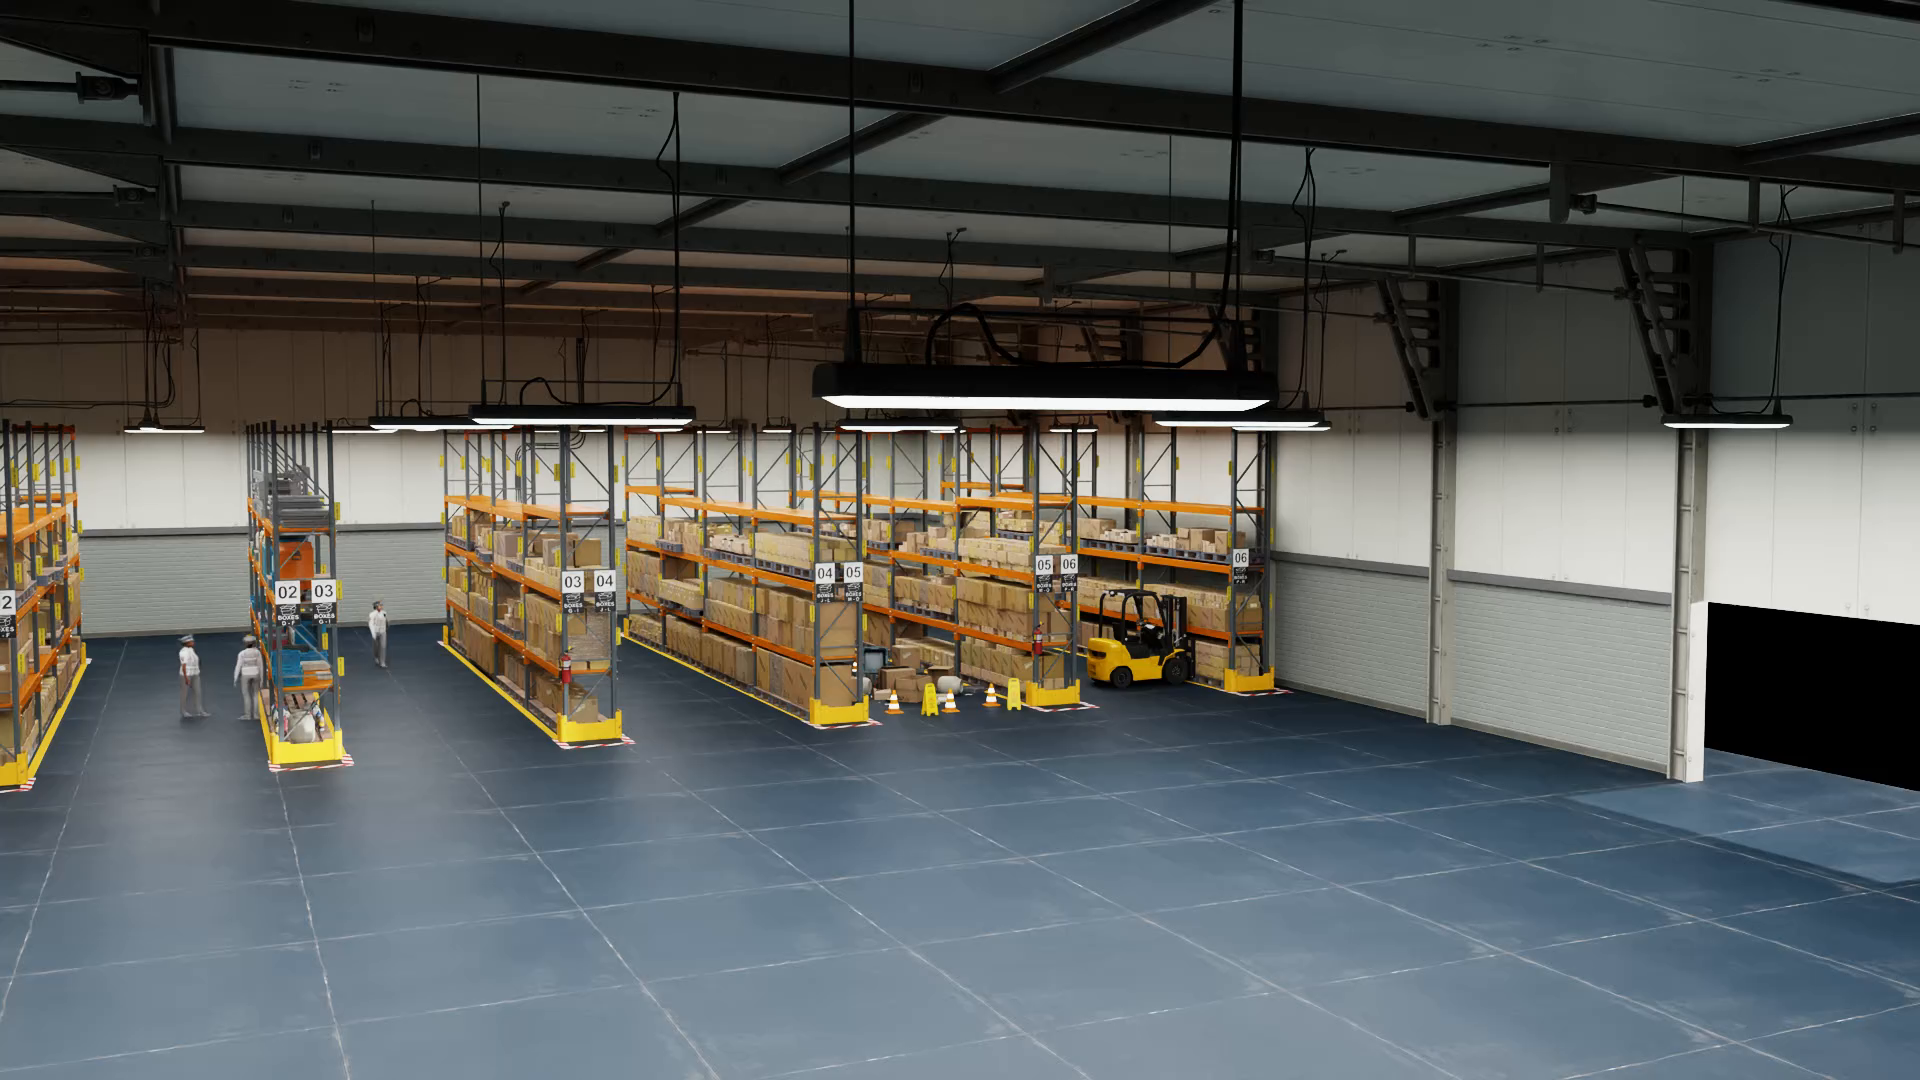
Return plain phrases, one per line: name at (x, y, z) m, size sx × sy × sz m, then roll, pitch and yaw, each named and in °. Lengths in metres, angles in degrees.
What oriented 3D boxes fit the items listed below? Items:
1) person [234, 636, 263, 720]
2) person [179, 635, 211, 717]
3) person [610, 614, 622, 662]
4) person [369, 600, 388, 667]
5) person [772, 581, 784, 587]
person at (-14.345, 2.797, 33.529) m, size 0.569 × 1.724 × 0.364 m, roll -3°, pitch 5°, yaw -41°
person at (-15.630, 2.774, 33.851) m, size 0.558 × 1.690 × 0.476 m, roll 1°, pitch 4°, yaw 22°
person at (-8.896, 2.248, 42.348) m, size 0.536 × 1.664 × 0.516 m, roll -1°, pitch 4°, yaw -14°
person at (-14.463, 2.310, 41.357) m, size 0.440 × 1.643 × 0.948 m, roll -1°, pitch 4°, yaw -20°
person at (-5.627, 1.701, 51.614) m, size 0.662 × 1.563 × 0.418 m, roll -2°, pitch 4°, yaw -35°
